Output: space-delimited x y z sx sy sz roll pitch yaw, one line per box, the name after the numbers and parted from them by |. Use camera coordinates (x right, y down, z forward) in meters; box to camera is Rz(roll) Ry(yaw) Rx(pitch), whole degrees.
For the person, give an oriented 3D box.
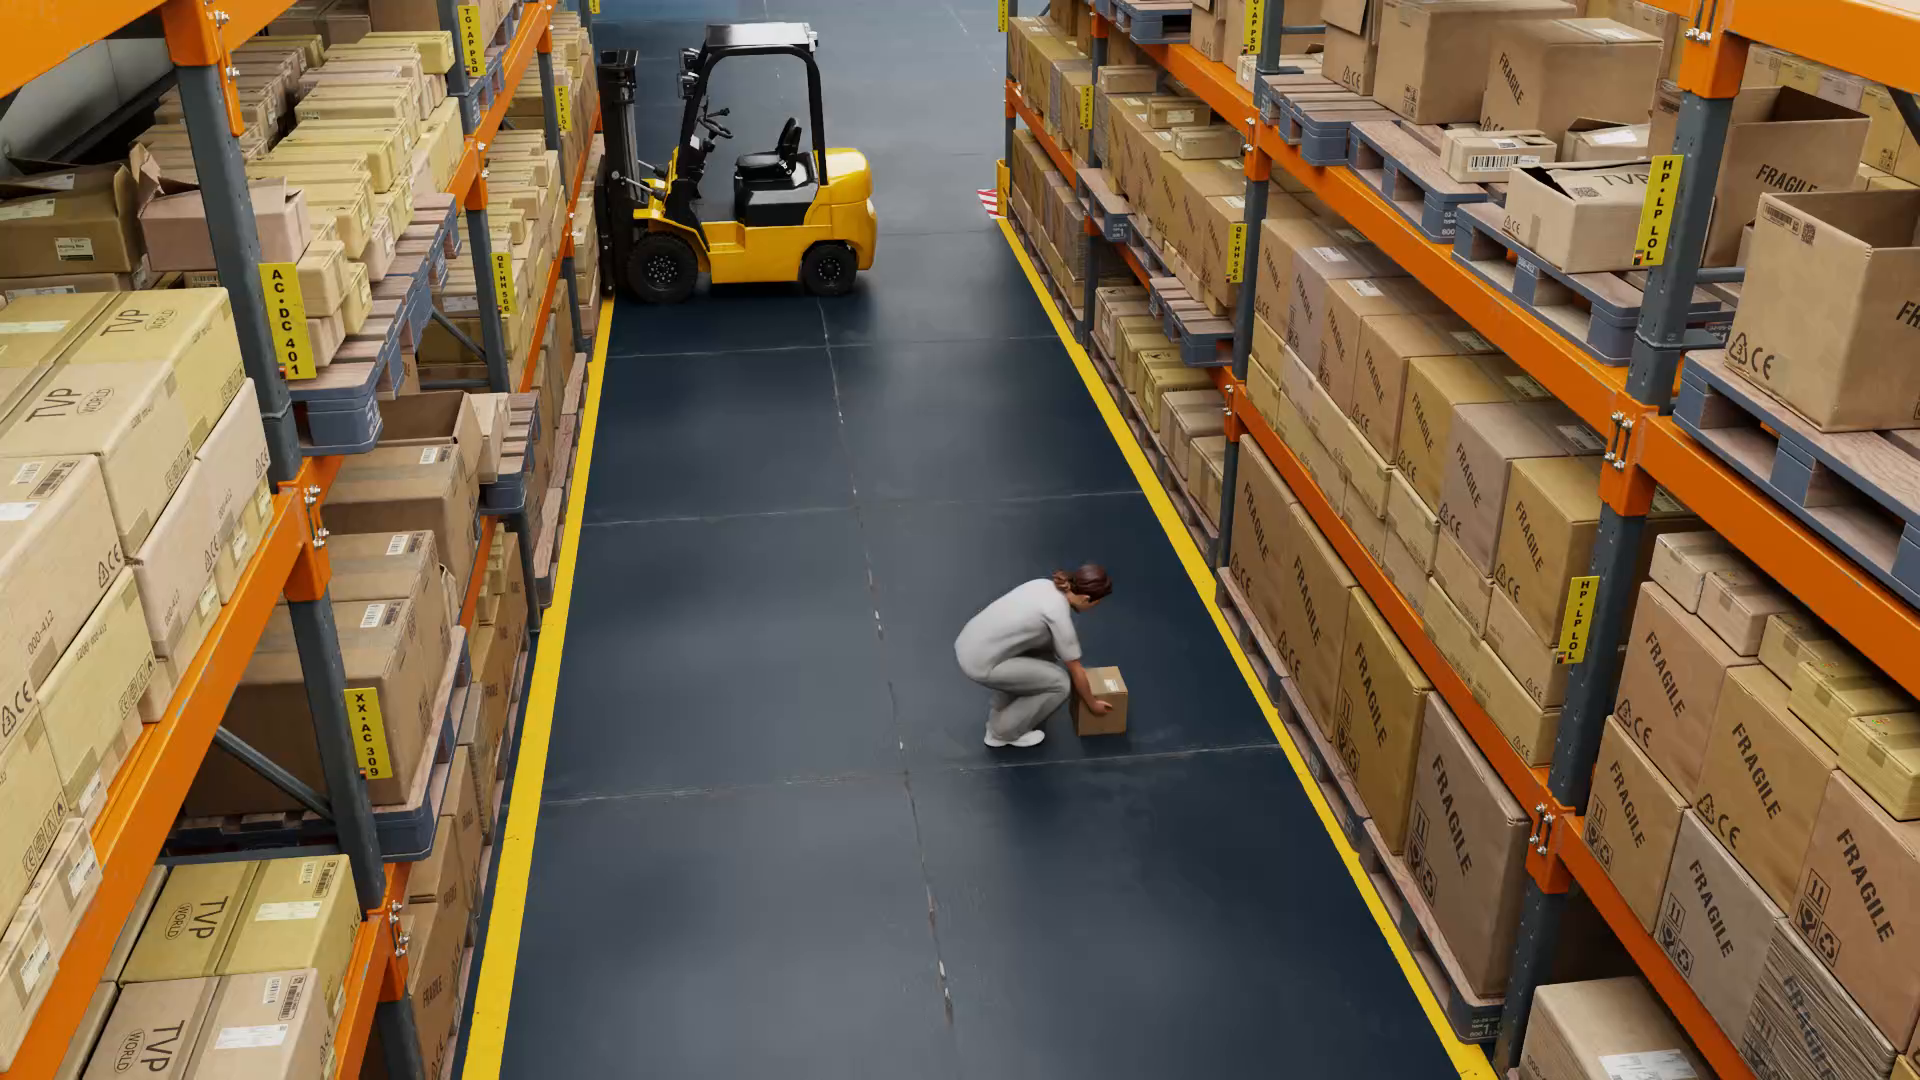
0.370 0.564 8.384 0.797 0.892 0.485 -4 27 -7 | person
